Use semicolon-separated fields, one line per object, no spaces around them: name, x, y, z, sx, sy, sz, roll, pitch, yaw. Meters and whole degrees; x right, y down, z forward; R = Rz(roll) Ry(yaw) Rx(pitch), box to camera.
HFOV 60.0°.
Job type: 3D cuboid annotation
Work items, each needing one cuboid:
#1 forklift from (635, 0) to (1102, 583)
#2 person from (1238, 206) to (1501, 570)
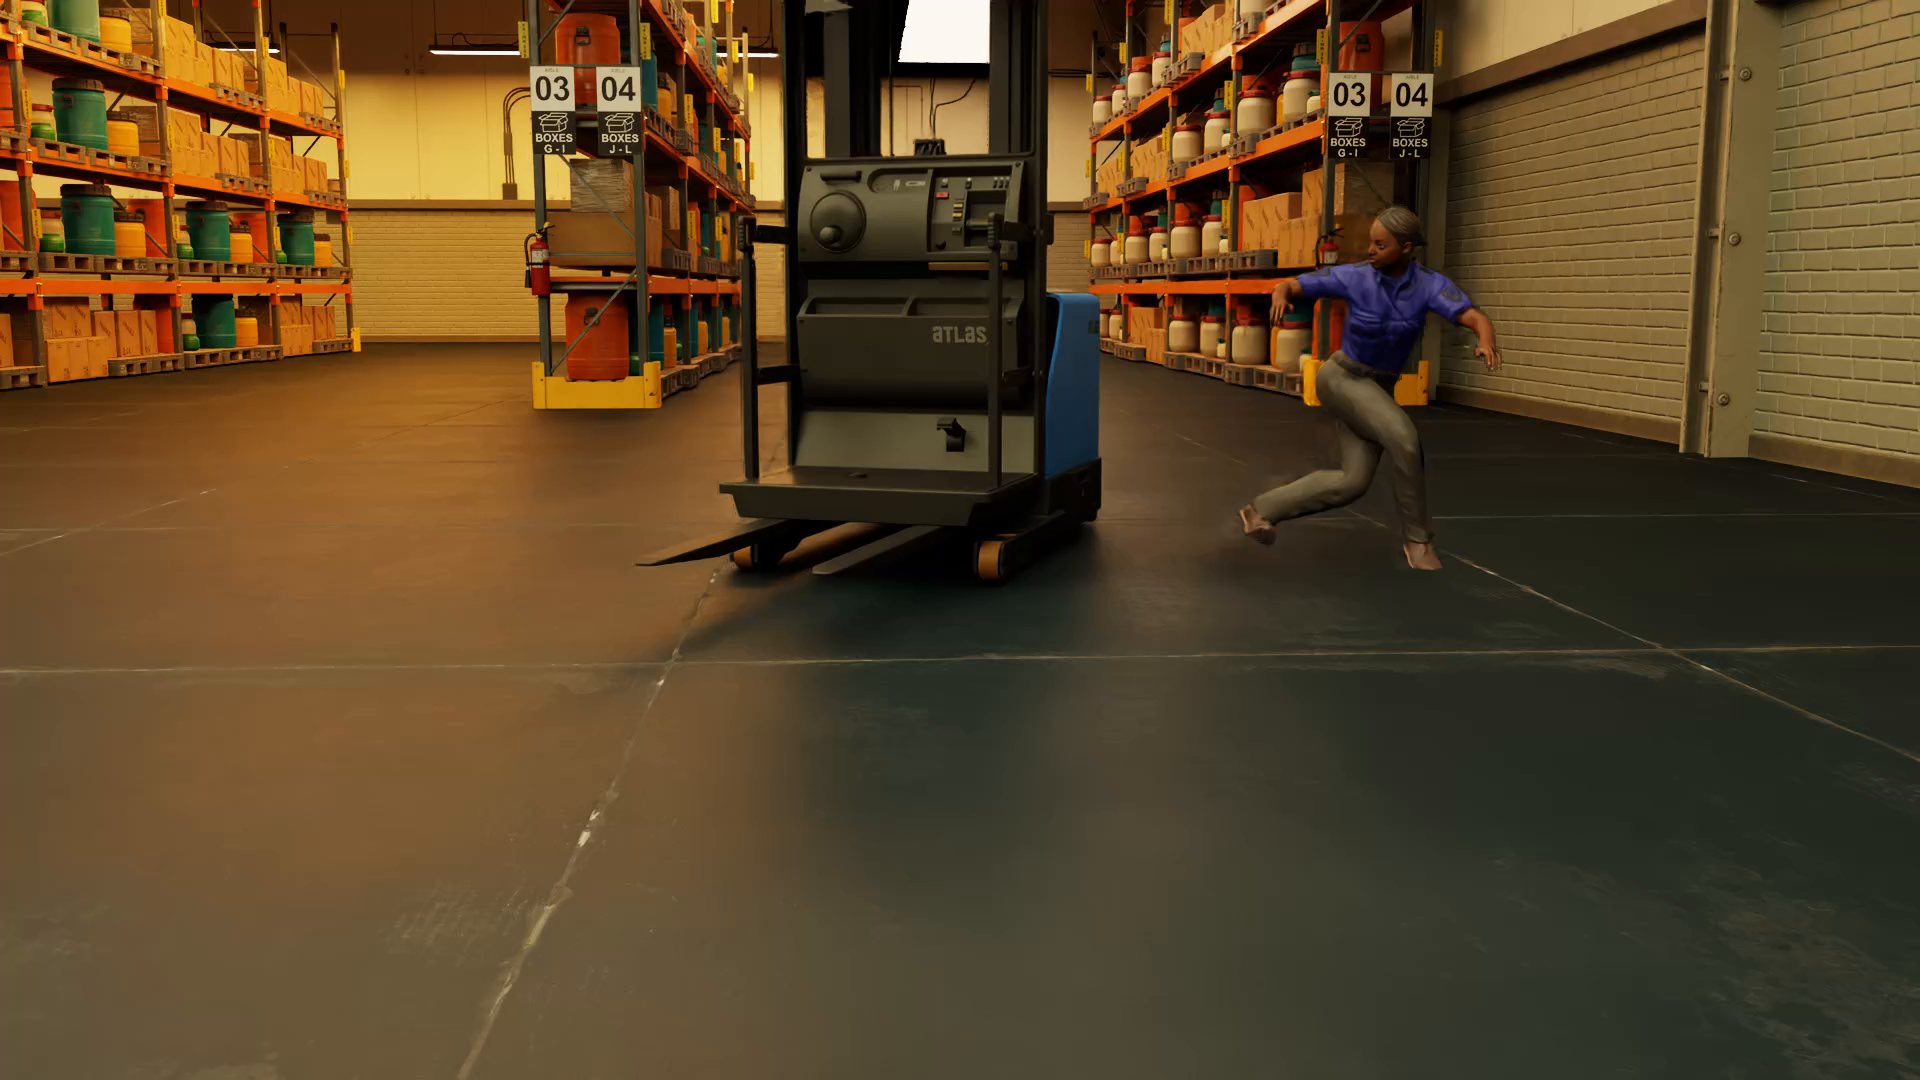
forklift;-0.263;-1.353;6.440;1.130;2.935;3.031;3;9;17
person;1.582;-0.581;6.542;0.827;1.446;1.088;-4;9;-27
